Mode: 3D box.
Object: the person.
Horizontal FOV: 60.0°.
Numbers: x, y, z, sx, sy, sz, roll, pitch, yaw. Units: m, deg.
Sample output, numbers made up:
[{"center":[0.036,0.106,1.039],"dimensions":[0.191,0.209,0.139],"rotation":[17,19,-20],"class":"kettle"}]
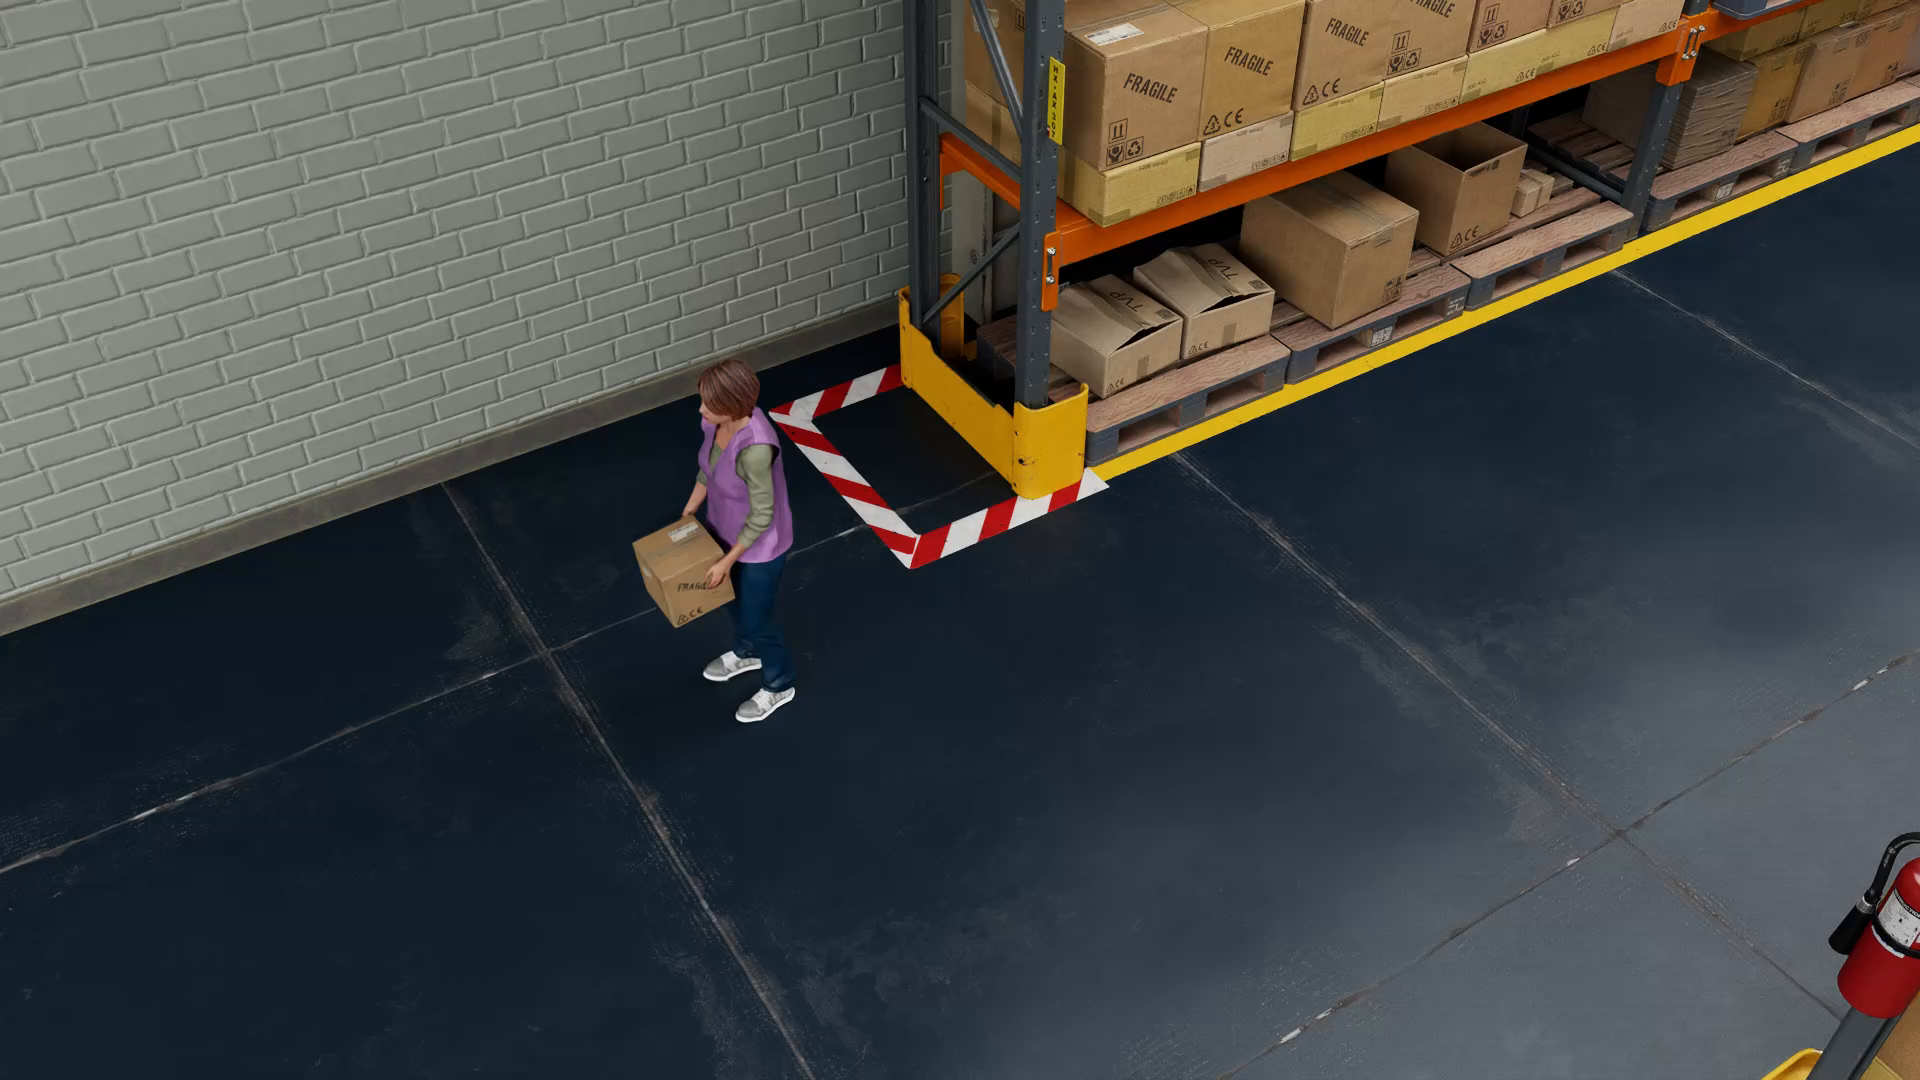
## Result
[{"center":[-0.827,0.008,6.150],"dimensions":[0.398,1.603,0.444],"rotation":[-24,47,-24],"class":"person"}]
